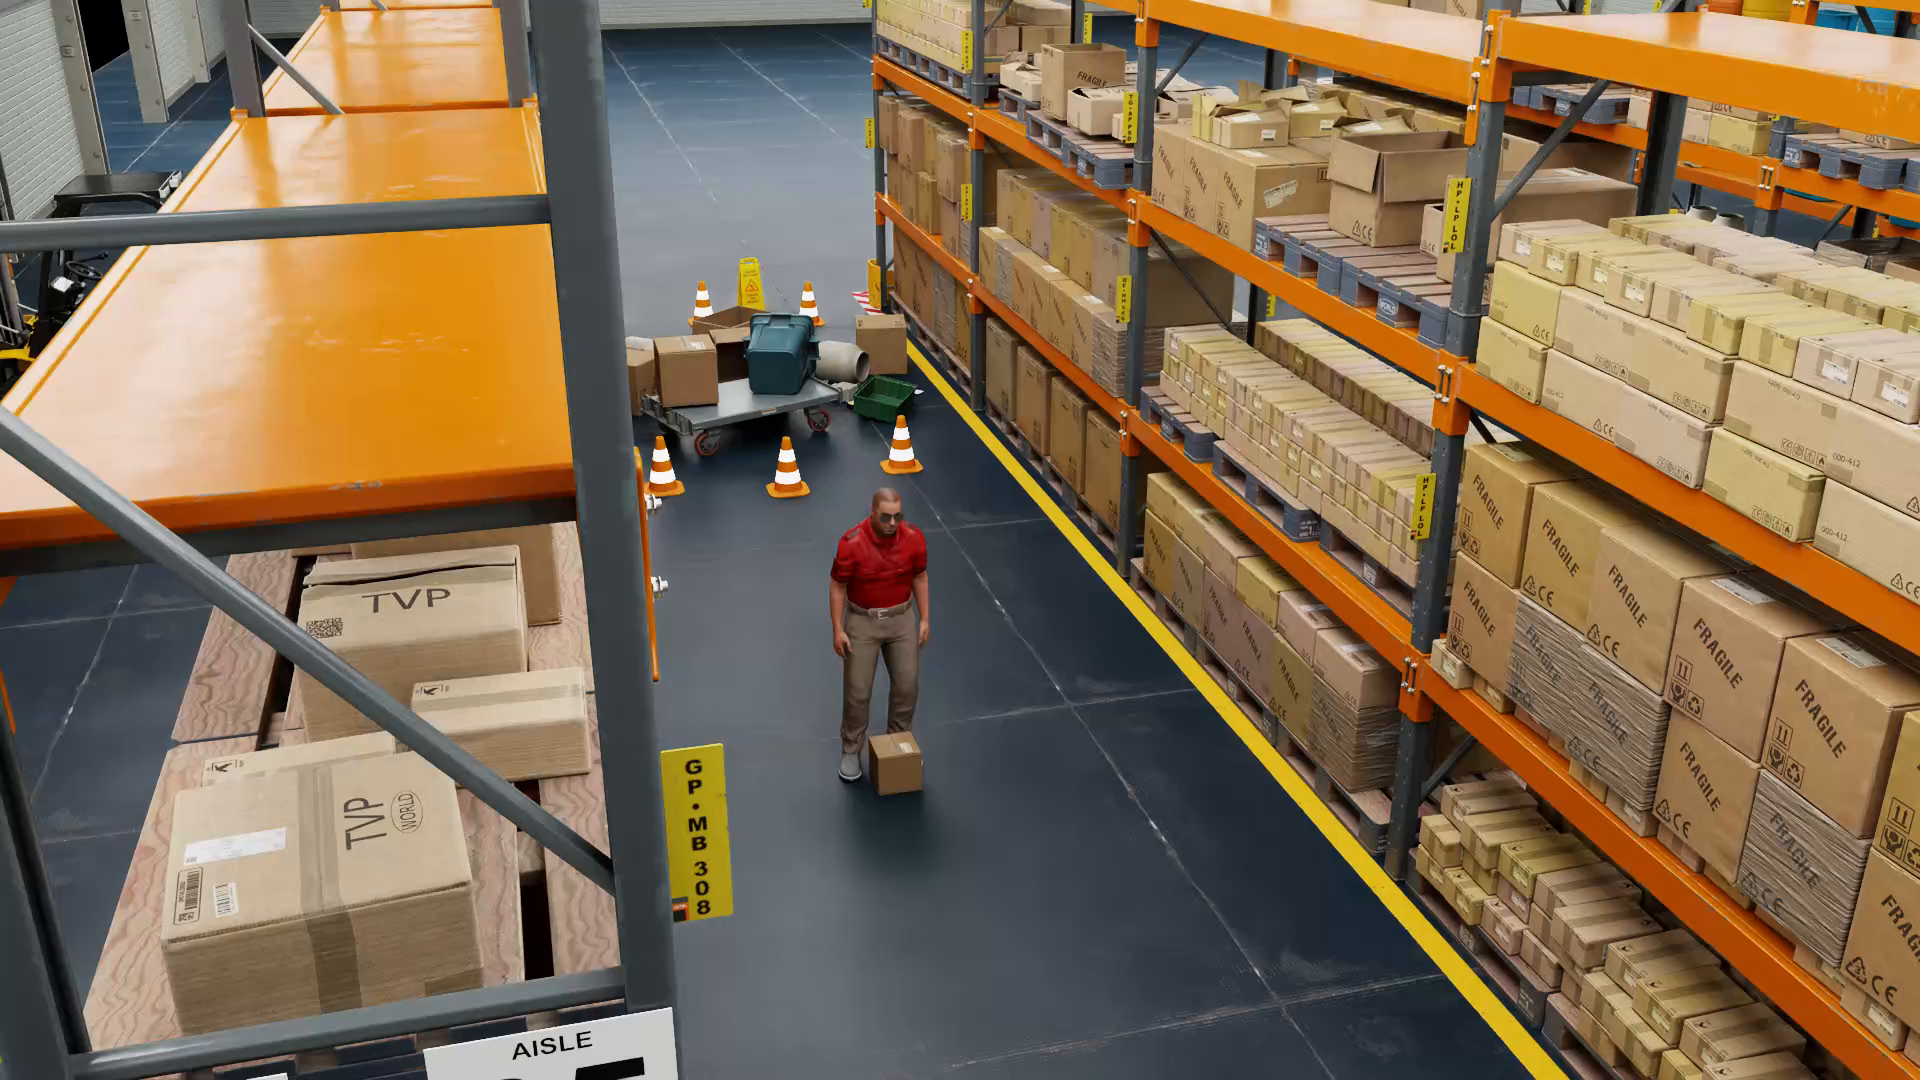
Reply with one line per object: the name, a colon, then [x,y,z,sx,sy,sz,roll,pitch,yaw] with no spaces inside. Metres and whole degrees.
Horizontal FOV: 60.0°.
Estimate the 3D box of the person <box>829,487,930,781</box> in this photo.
person: [-0.446,0.498,9.428,0.594,1.725,0.393,-7,24,-17]
